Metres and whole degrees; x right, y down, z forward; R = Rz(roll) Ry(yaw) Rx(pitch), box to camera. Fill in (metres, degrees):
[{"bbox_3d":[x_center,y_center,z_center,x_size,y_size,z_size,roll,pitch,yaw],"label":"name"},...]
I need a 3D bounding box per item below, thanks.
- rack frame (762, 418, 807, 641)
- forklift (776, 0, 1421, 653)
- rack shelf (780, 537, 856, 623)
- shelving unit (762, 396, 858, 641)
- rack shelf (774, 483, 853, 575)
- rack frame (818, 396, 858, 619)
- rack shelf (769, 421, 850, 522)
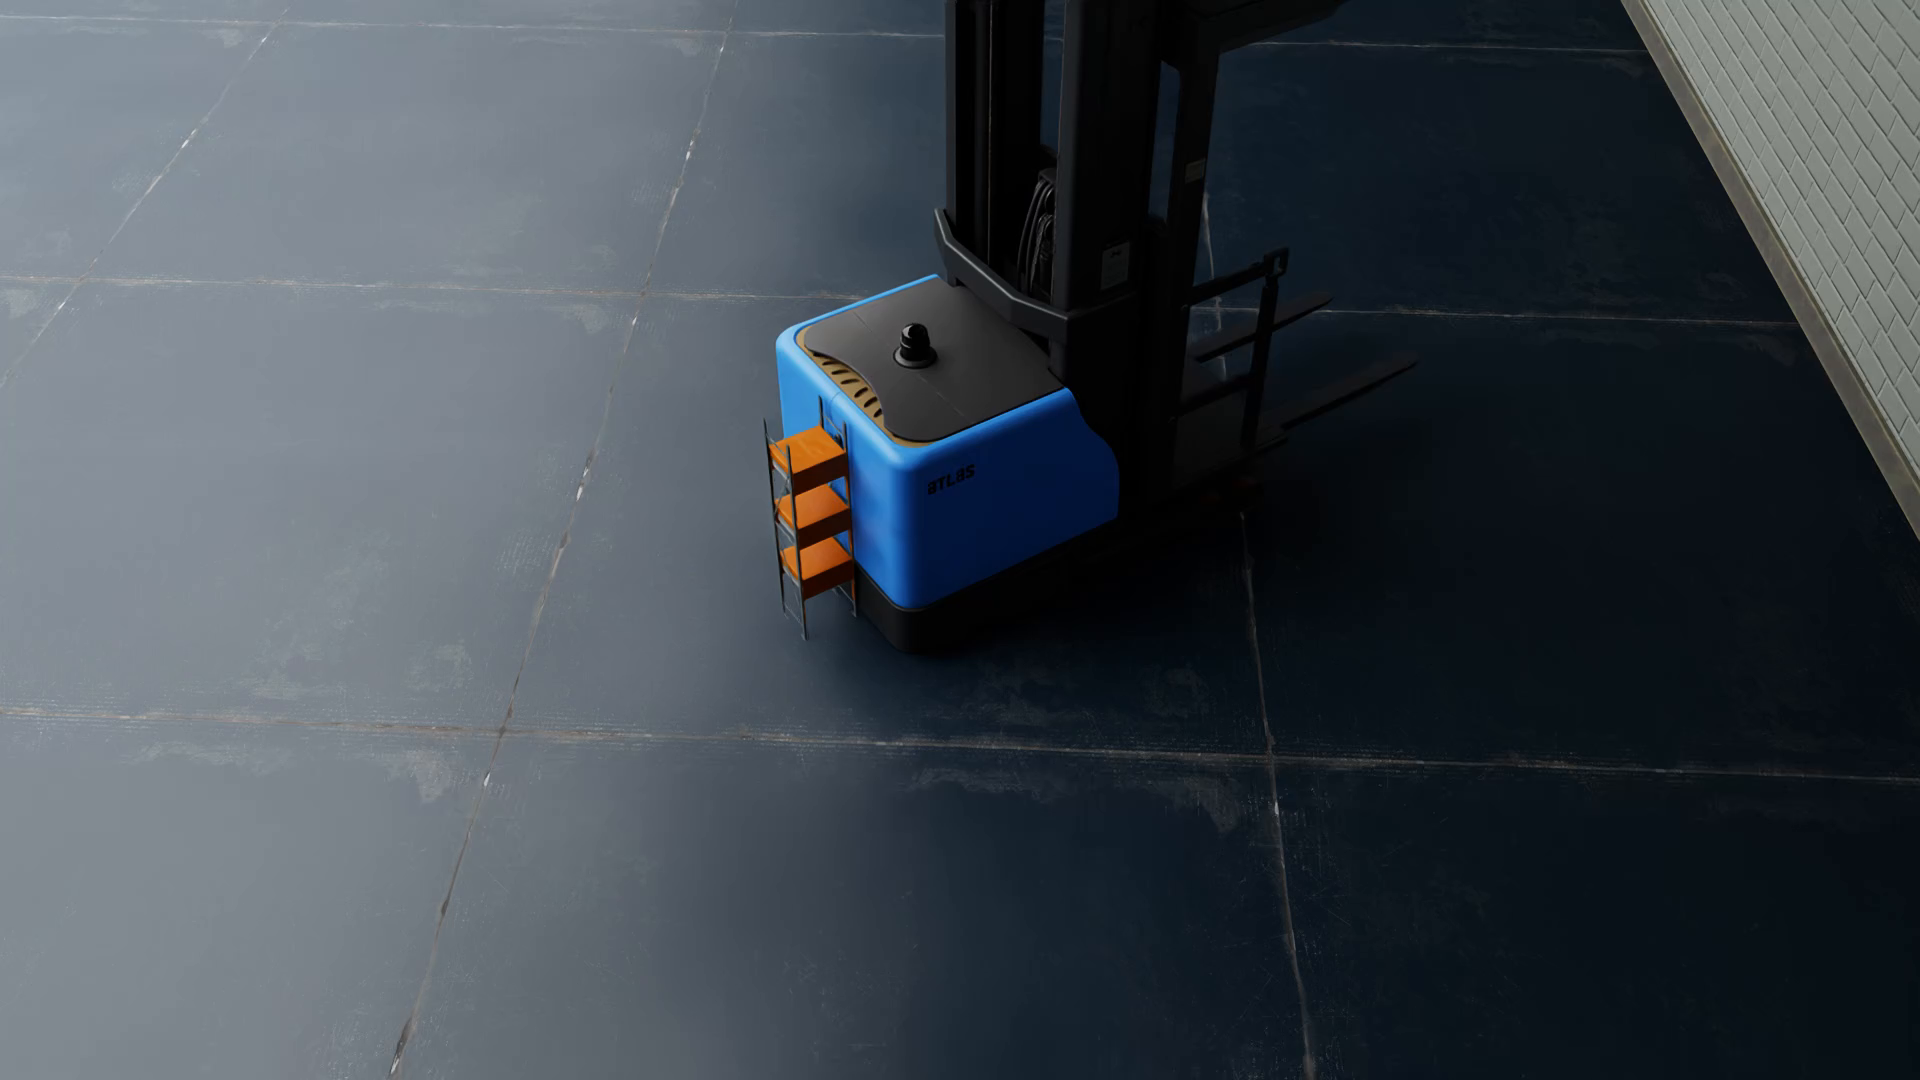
[{"bbox_3d":[-0.690,-0.021,6.588,0.008,1.050,0.200,-24,48,-24],"label":"rack frame"},{"bbox_3d":[0.757,-1.401,6.689,3.031,2.935,1.130,-24,48,-24],"label":"forklift"},{"bbox_3d":[-0.588,0.144,6.834,0.240,0.259,0.215,-24,48,-24],"label":"rack shelf"},{"bbox_3d":[-0.588,-0.067,6.637,0.252,1.050,0.215,-24,48,-24],"label":"shelving unit"},{"bbox_3d":[-0.588,-0.059,6.644,0.240,0.259,0.215,-24,48,-24],"label":"rack shelf"},{"bbox_3d":[-0.487,-0.113,6.686,0.008,1.050,0.200,-24,48,-24],"label":"rack frame"},{"bbox_3d":[-0.588,-0.267,6.451,0.240,0.259,0.215,-24,48,-24],"label":"rack shelf"}]
